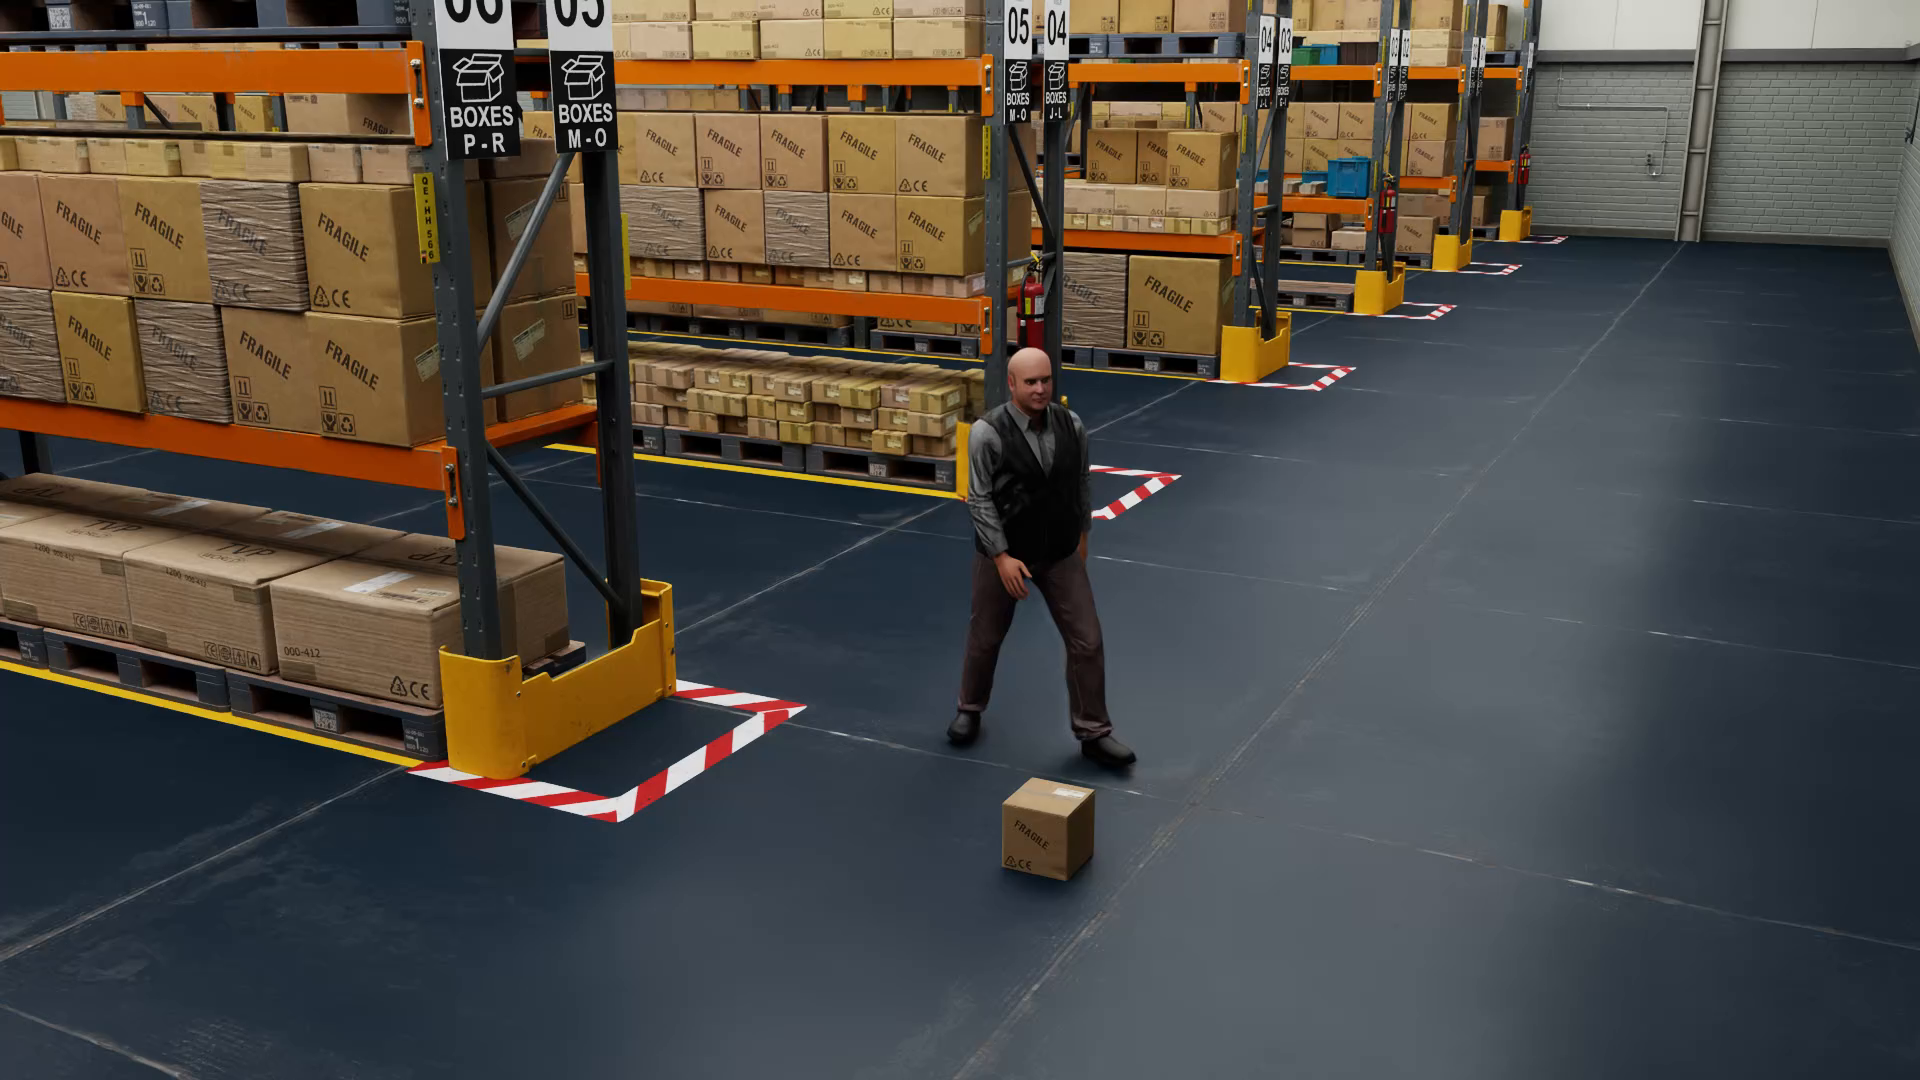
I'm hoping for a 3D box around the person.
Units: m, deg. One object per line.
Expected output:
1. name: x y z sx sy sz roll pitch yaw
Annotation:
1. person: 0.307 0.056 6.705 0.632 1.693 0.757 -6 17 -19
